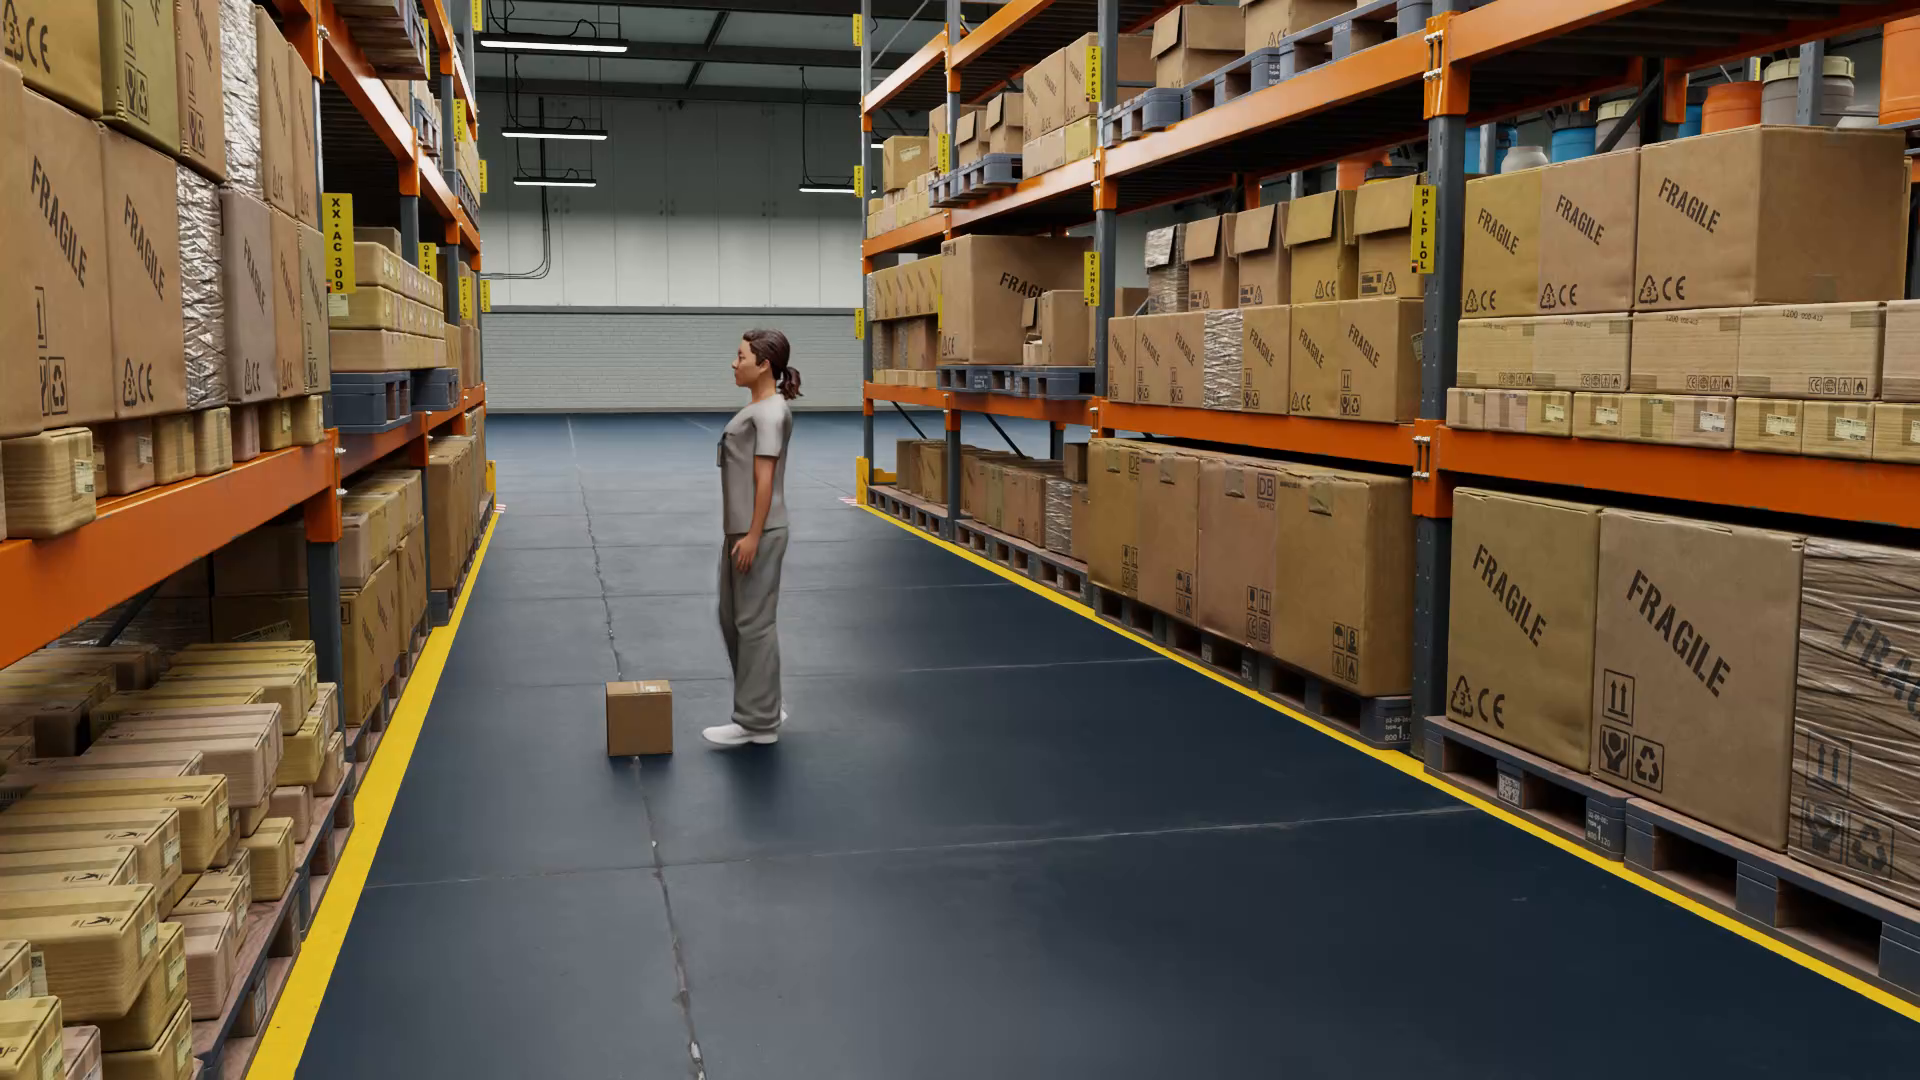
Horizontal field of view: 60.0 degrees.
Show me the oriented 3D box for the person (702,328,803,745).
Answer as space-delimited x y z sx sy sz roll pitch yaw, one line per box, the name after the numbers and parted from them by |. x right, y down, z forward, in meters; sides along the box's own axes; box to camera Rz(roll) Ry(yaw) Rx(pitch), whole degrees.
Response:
-0.838 0.016 6.706 0.432 1.730 0.453 -1 6 -13 | person
